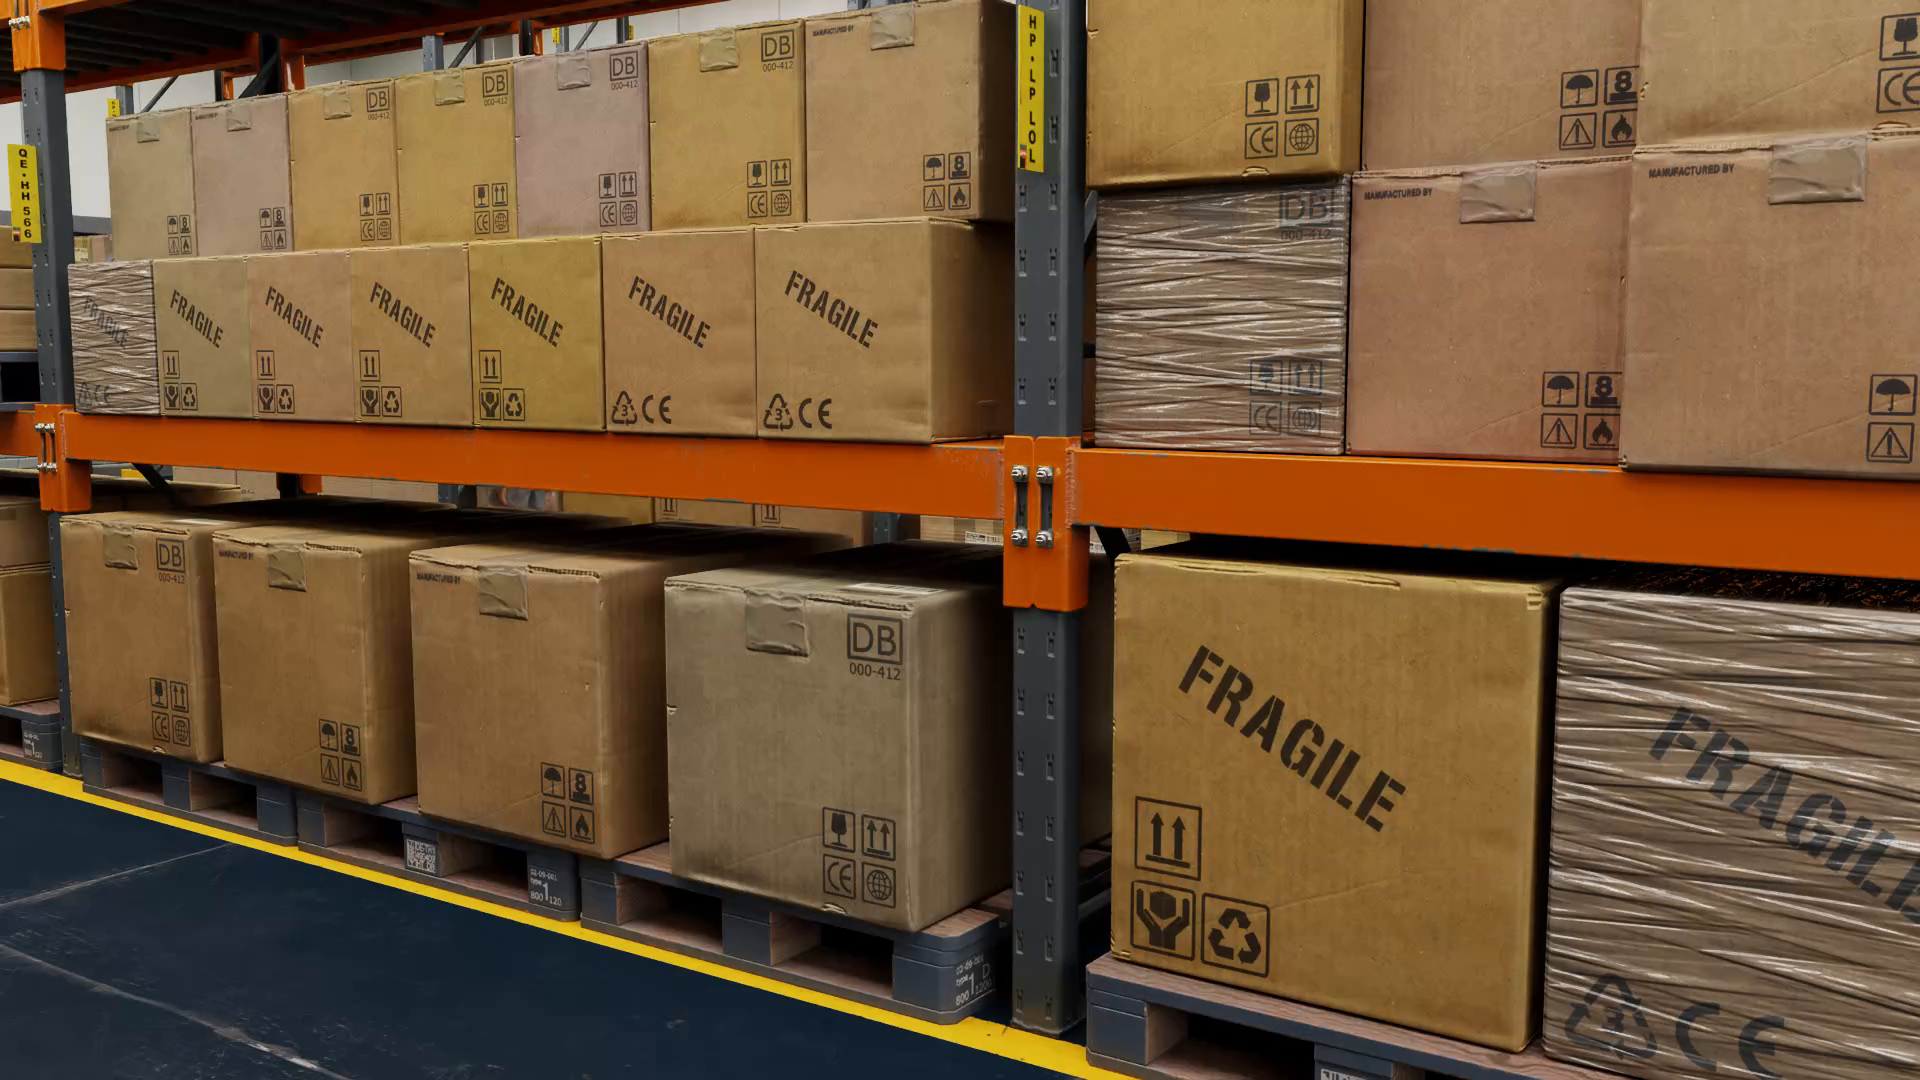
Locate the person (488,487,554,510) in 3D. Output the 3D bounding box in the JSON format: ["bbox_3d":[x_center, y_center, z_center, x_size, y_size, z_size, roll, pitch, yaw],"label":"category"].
[{"bbox_3d":[-2.233,-0.317,8.574,0.526,1.660,0.440,3,7,25],"label":"person"}]
